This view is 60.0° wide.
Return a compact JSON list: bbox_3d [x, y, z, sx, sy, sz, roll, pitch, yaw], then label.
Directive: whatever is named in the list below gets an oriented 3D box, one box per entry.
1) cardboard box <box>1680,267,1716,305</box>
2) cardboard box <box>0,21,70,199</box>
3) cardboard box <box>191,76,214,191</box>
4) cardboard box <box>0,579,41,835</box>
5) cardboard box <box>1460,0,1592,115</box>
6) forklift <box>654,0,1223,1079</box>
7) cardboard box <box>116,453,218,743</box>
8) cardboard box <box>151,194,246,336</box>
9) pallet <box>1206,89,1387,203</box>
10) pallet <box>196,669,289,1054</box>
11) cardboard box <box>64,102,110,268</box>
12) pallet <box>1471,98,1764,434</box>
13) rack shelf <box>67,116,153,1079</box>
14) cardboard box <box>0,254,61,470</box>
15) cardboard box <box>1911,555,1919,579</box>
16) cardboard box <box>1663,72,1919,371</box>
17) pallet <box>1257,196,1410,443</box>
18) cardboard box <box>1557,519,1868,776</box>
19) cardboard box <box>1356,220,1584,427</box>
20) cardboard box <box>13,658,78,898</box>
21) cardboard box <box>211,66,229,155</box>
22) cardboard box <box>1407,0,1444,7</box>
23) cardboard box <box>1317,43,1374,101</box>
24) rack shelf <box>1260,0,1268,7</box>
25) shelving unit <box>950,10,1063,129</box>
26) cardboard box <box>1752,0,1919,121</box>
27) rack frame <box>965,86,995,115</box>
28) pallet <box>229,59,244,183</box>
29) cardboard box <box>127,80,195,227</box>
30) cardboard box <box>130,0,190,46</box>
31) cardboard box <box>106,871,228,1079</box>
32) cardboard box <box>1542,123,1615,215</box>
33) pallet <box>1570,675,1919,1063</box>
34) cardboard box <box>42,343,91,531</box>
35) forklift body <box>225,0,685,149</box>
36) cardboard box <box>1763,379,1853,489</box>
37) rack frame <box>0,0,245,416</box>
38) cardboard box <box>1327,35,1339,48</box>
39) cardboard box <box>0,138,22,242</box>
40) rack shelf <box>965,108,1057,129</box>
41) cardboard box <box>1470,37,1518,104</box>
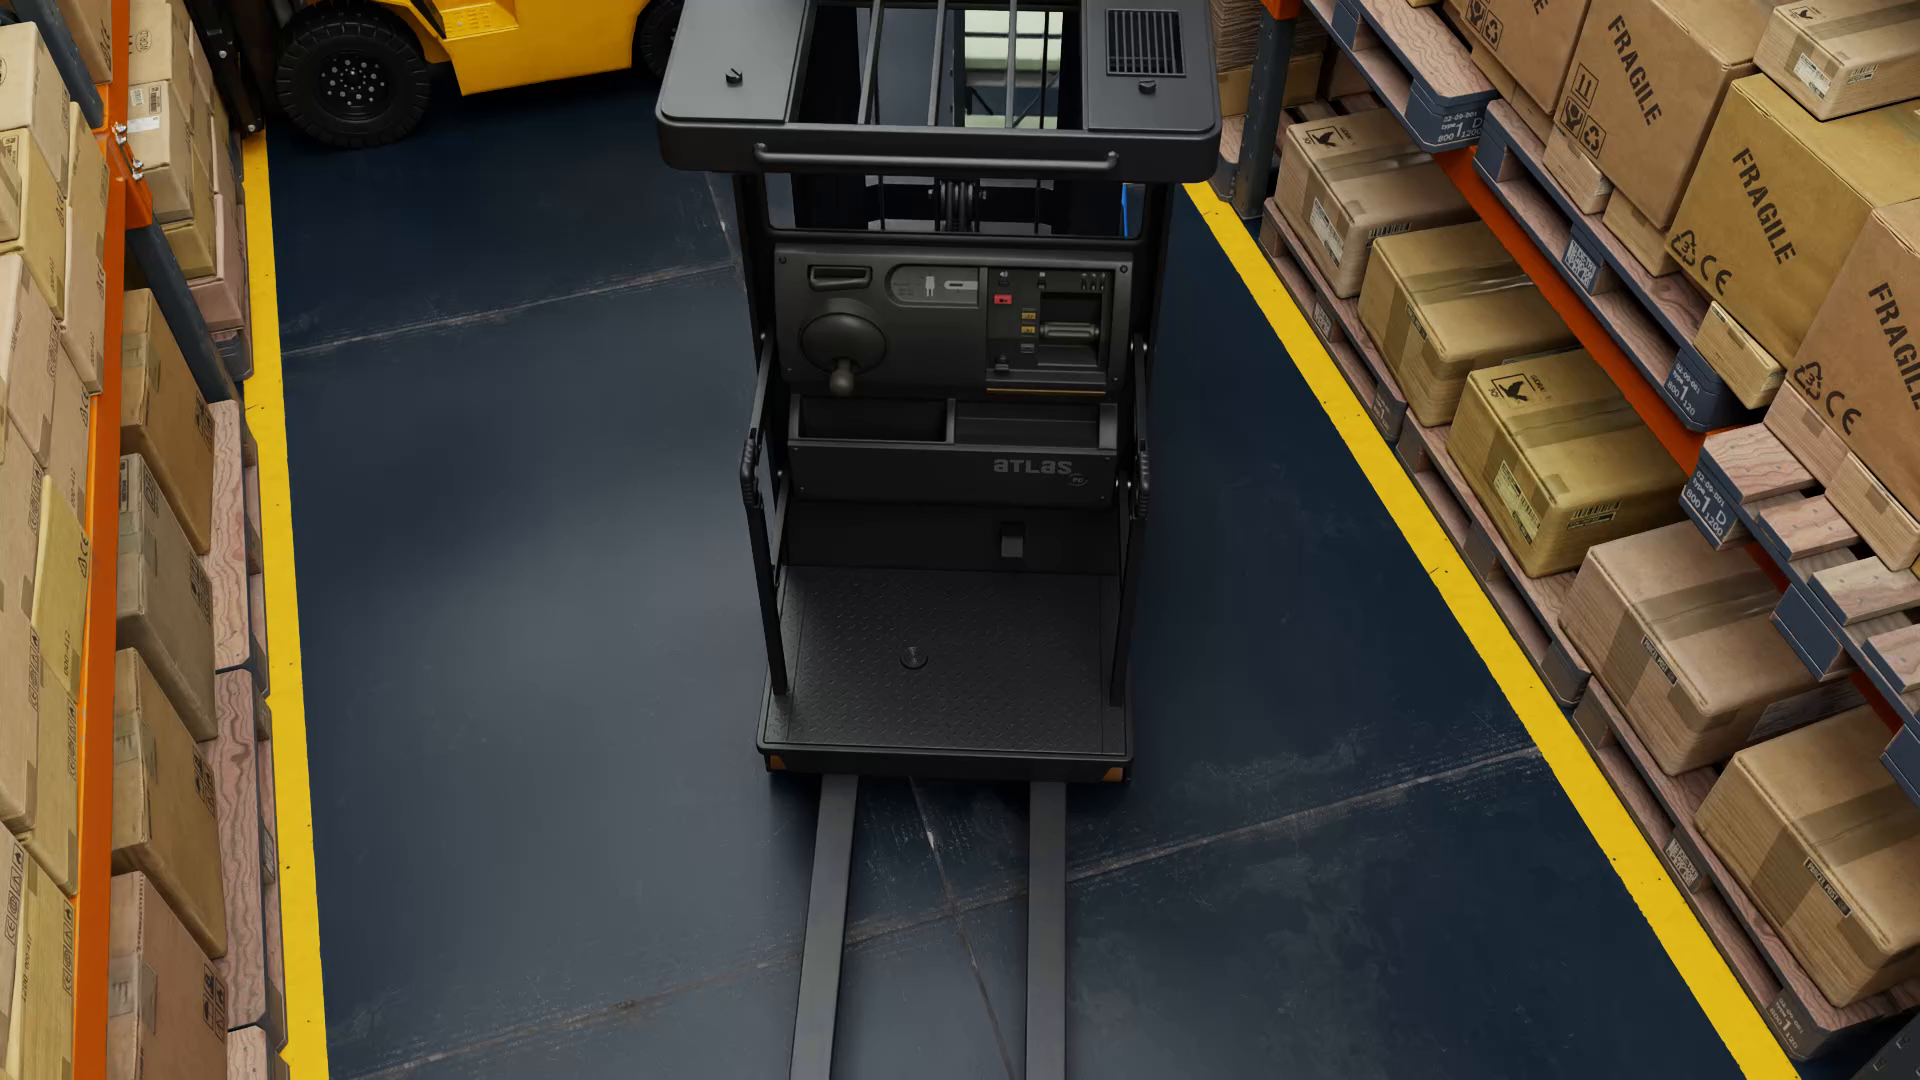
[{"bbox_3d":[2.105,-0.703,4.270,0.380,0.149,0.250,-13,51,-11],"label":"cardboard box"},{"bbox_3d":[-2.726,-1.122,4.505,0.500,0.250,0.500,-14,51,-12],"label":"cardboard box"},{"bbox_3d":[-3.115,-1.510,6.258,0.500,0.250,0.500,-14,51,-11],"label":"cardboard box"},{"bbox_3d":[-2.115,0.367,3.249,0.500,0.250,0.500,-14,51,-12],"label":"cardboard box"},{"bbox_3d":[1.771,-1.561,4.569,0.500,0.500,0.500,-14,51,-11],"label":"cardboard box"},{"bbox_3d":[-0.026,-0.463,4.223,1.130,2.935,3.031,2,50,2],"label":"forklift"},{"bbox_3d":[-2.729,0.267,4.841,0.875,0.625,0.625,-14,51,-11],"label":"cardboard box"},{"bbox_3d":[-2.943,-0.987,6.144,0.500,0.250,0.500,-13,51,-11],"label":"cardboard box"},{"bbox_3d":[1.392,-2.018,7.314,1.003,0.211,1.213,-13,51,-11],"label":"pallet"},{"bbox_3d":[-2.496,1.011,4.760,1.003,0.211,1.213,-13,51,-11],"label":"pallet"},{"bbox_3d":[-2.717,-0.952,4.689,0.500,0.250,0.500,-12,51,-10],"label":"cardboard box"},{"bbox_3d":[2.183,-0.888,4.662,1.003,0.211,1.213,-13,51,-11],"label":"pallet"},{"bbox_3d":[-2.524,0.383,3.936,1.077,0.370,4.000,-13,51,-11],"label":"rack shelf"},{"bbox_3d":[-2.422,-0.373,3.874,0.500,0.250,0.500,-12,51,-10],"label":"cardboard box"},{"bbox_3d":[2.338,0.067,3.622,0.380,0.149,0.250,-13,51,-10],"label":"cardboard box"},{"bbox_3d":[2.094,-0.789,3.919,0.500,0.500,0.500,-16,52,-13],"label":"cardboard box"},{"bbox_3d":[1.856,-0.968,6.428,1.003,0.211,1.213,-13,51,-11],"label":"pallet"},{"bbox_3d":[2.424,0.246,5.024,0.950,0.372,0.625,-14,51,-12],"label":"cardboard box"},{"bbox_3d":[1.998,-0.816,5.920,0.950,0.372,0.625,-10,51,-9],"label":"cardboard box"},{"bbox_3d":[-2.134,0.538,3.433,0.500,0.250,0.500,-15,51,-12],"label":"cardboard box"},{"bbox_3d":[-3.274,-1.726,6.767,0.500,0.250,0.500,-13,51,-10],"label":"cardboard box"},{"bbox_3d":[1.552,-1.830,5.220,0.380,0.149,0.250,-12,51,-10],"label":"cardboard box"},{"bbox_3d":[1.708,-2.176,7.146,0.500,0.250,0.500,-15,52,-13],"label":"cardboard box"},{"bbox_3d":[1.033,-3.664,7.347,1.077,0.370,4.000,-13,51,-11],"label":"rack shelf"},{"bbox_3d":[0.197,-1.467,6.006,0.431,1.500,0.755,2,50,2],"label":"shelving unit"},{"bbox_3d":[2.054,-1.117,3.771,0.380,0.149,0.250,-16,52,-13],"label":"cardboard box"},{"bbox_3d":[0.212,-1.746,6.241,0.400,1.500,0.023,2,50,2],"label":"rack frame"},{"bbox_3d":[-3.675,-1.894,7.208,1.003,0.211,1.213,-13,51,-11],"label":"pallet"},{"bbox_3d":[-2.959,-1.305,5.758,0.500,0.250,0.500,-14,51,-12],"label":"cardboard box"},{"bbox_3d":[-3.259,-2.042,6.379,0.500,0.250,0.500,-12,51,-10],"label":"cardboard box"},{"bbox_3d":[-2.305,1.308,3.964,0.875,0.625,0.625,-12,51,-10],"label":"cardboard box"},{"bbox_3d":[1.845,-1.056,4.568,0.380,0.149,0.250,-12,51,-10],"label":"cardboard box"},{"bbox_3d":[2.578,0.814,4.925,1.003,0.211,1.213,-13,51,-11],"label":"pallet"},{"bbox_3d":[-2.445,-0.217,4.069,0.500,0.250,0.500,-13,51,-11],"label":"cardboard box"},{"bbox_3d":[-1.995,-2.985,6.860,2.313,2.155,1.214,-13,51,-11],"label":"forklift body"},{"bbox_3d":[2.153,-0.293,3.925,0.380,0.149,0.250,-16,52,-13],"label":"cardboard box"},{"bbox_3d":[-3.116,-1.310,4.892,1.000,3.000,0.127,-13,51,-11],"label":"rack frame"},{"bbox_3d":[1.708,-2.417,6.859,0.500,0.500,0.500,-11,51,-9],"label":"cardboard box"},{"bbox_3d":[-2.483,-0.815,3.985,0.380,0.149,0.250,-15,51,-12],"label":"cardboard box"},{"bbox_3d":[0.197,-1.257,6.255,0.431,0.370,0.720,2,50,2],"label":"rack shelf"},{"bbox_3d":[1.745,-1.443,4.894,0.380,0.149,0.250,-13,51,-10],"label":"cardboard box"}]
